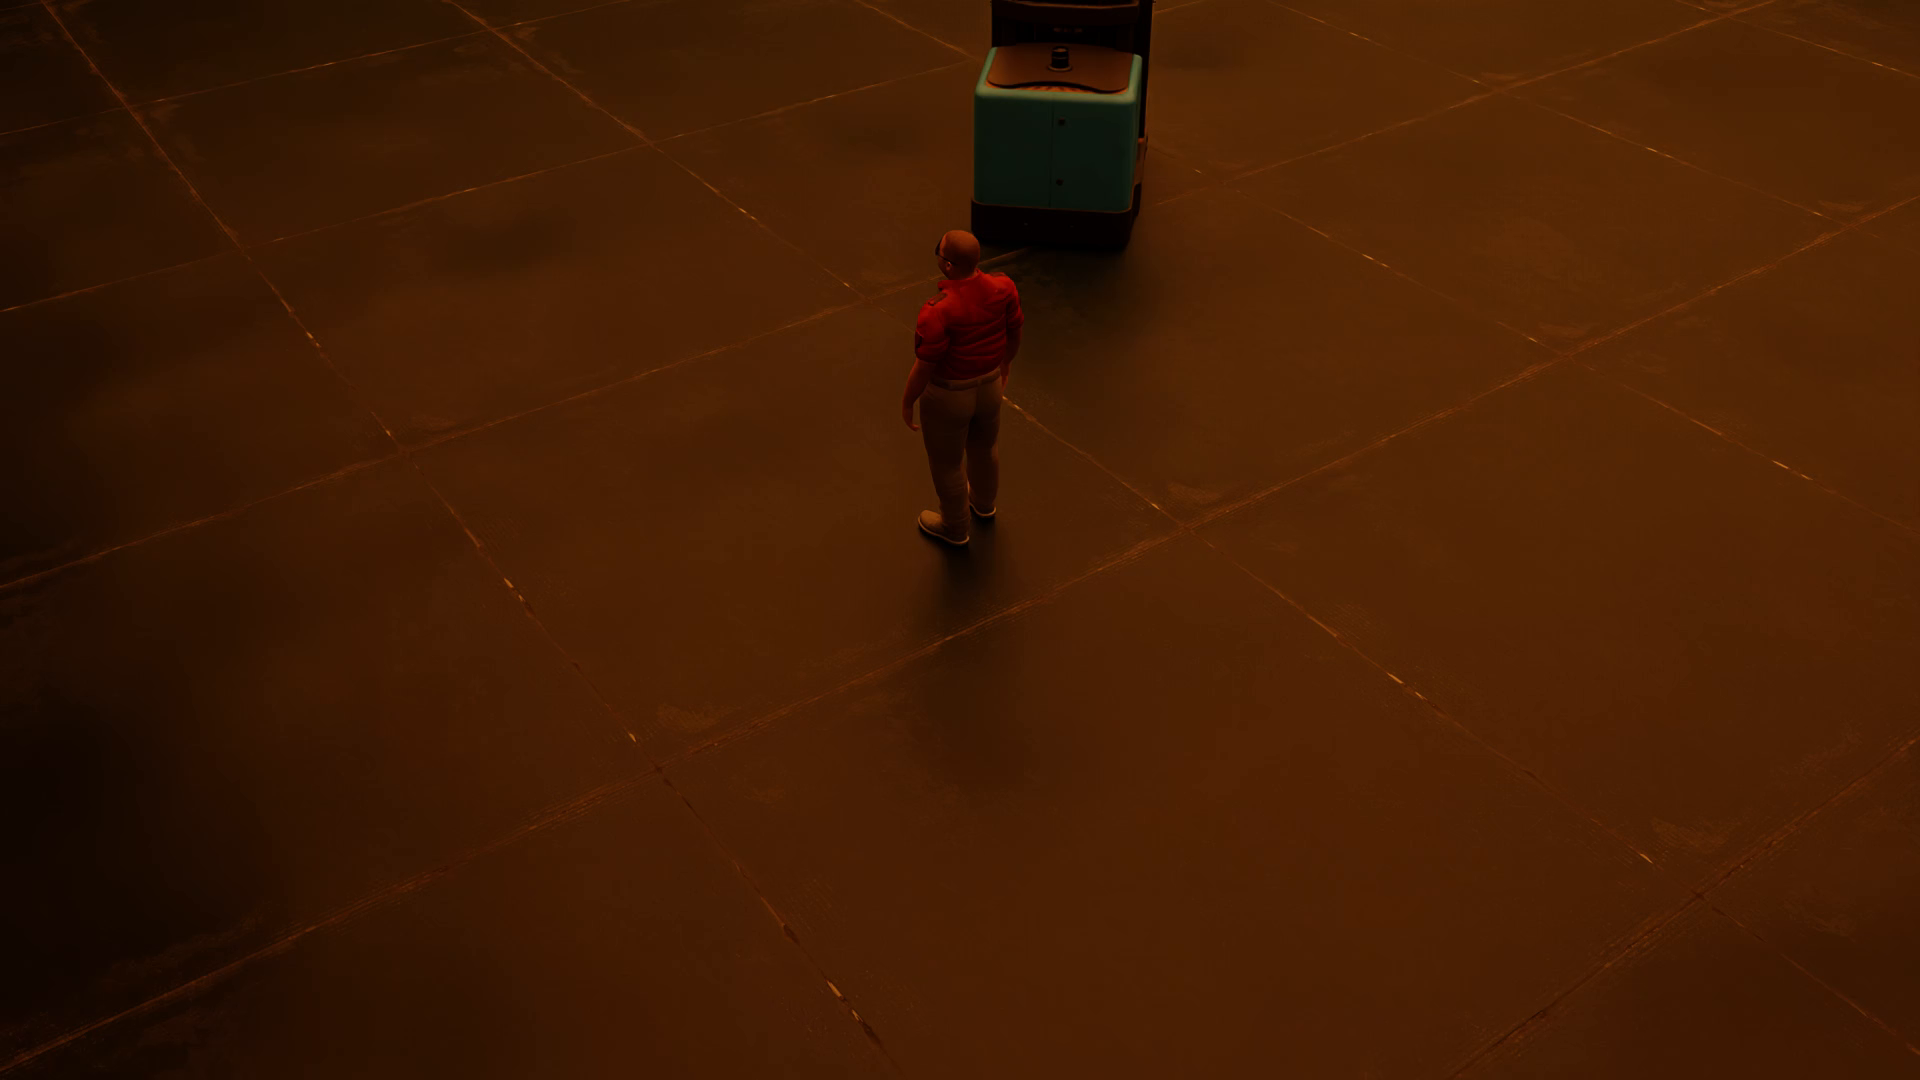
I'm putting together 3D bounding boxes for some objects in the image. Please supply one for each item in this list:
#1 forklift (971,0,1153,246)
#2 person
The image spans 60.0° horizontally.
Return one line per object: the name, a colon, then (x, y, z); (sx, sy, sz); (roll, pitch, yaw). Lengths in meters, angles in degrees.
forklift: (0.796, -3.970, 11.314); (1.130, 2.935, 3.031); (5, 37, 7)
person: (-0.043, -0.749, 7.955); (0.641, 1.727, 0.550); (-23, 42, -28)
